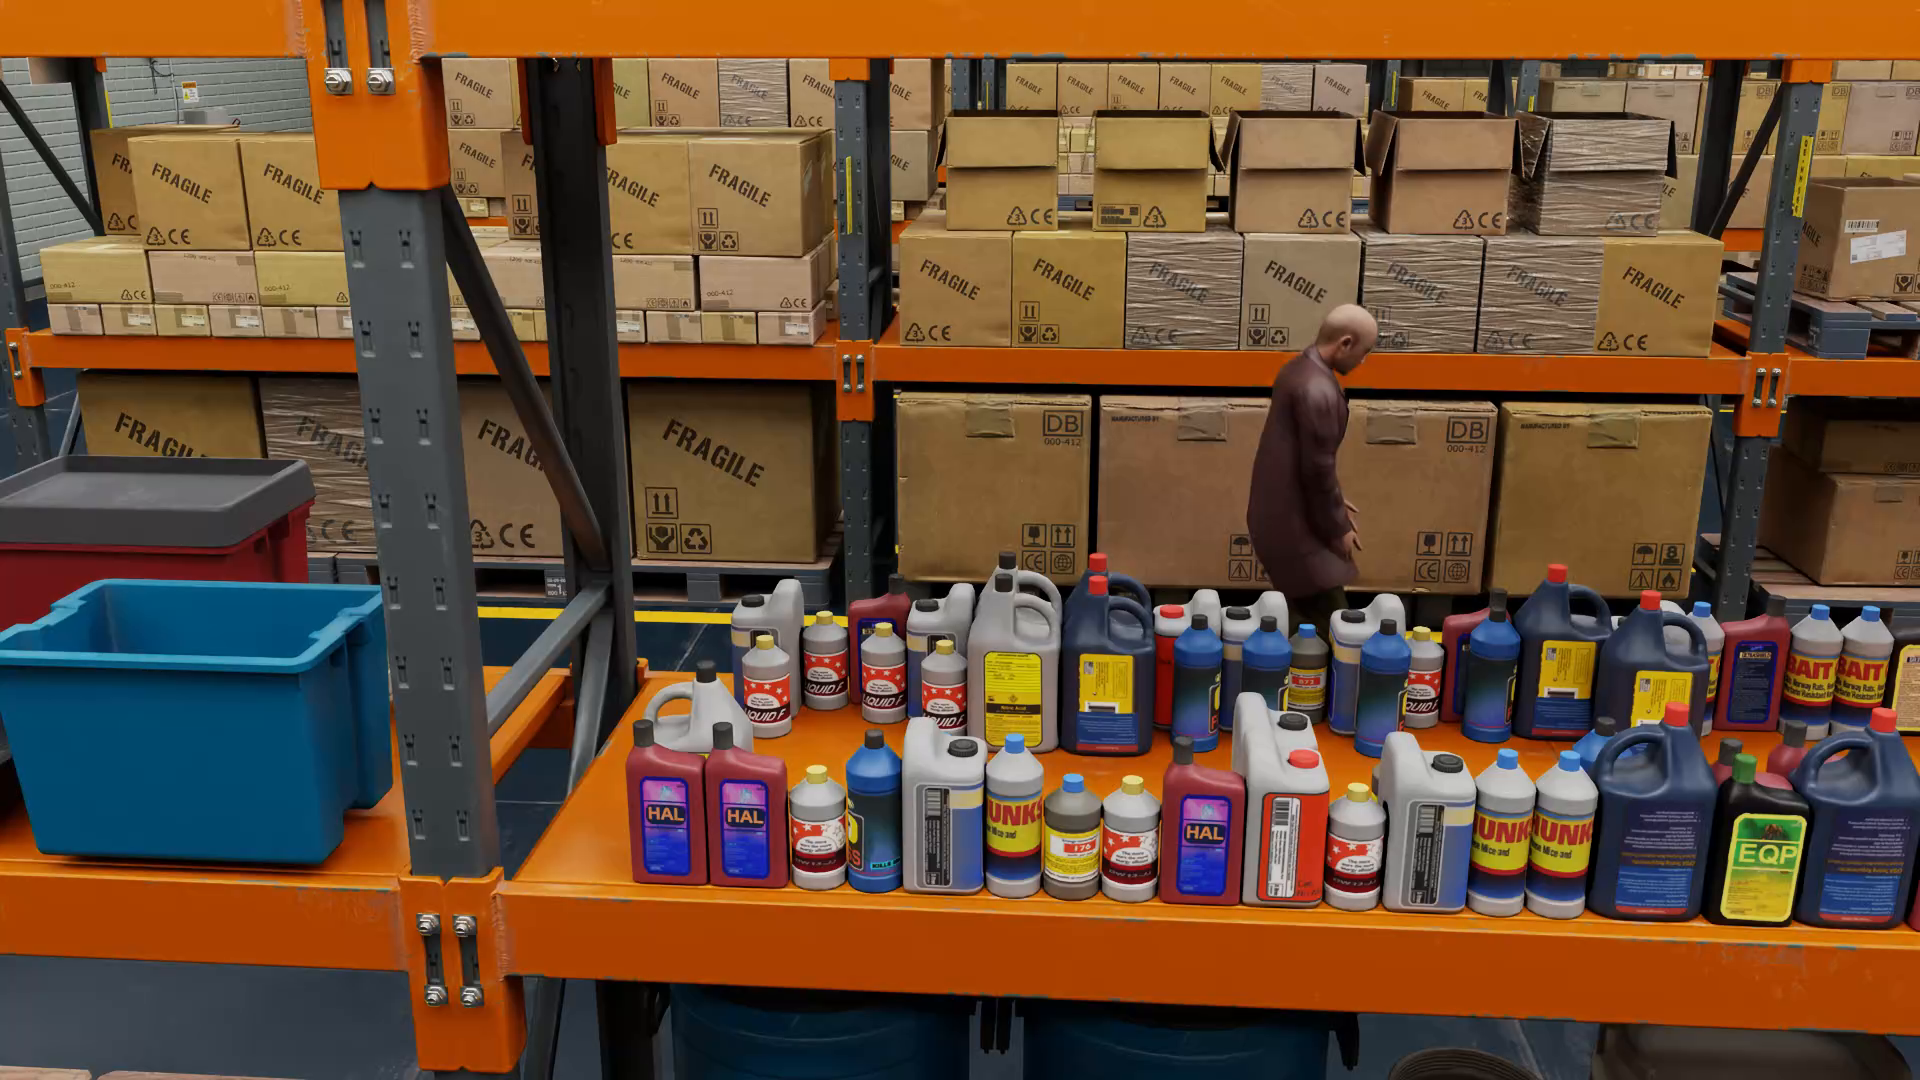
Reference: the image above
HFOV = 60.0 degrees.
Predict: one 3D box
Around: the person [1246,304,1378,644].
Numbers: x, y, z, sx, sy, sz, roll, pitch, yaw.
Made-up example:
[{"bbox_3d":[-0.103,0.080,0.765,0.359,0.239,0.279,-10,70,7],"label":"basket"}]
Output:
[{"bbox_3d":[1.340,-0.062,6.436,0.459,1.694,0.599,2,17,5],"label":"person"}]
